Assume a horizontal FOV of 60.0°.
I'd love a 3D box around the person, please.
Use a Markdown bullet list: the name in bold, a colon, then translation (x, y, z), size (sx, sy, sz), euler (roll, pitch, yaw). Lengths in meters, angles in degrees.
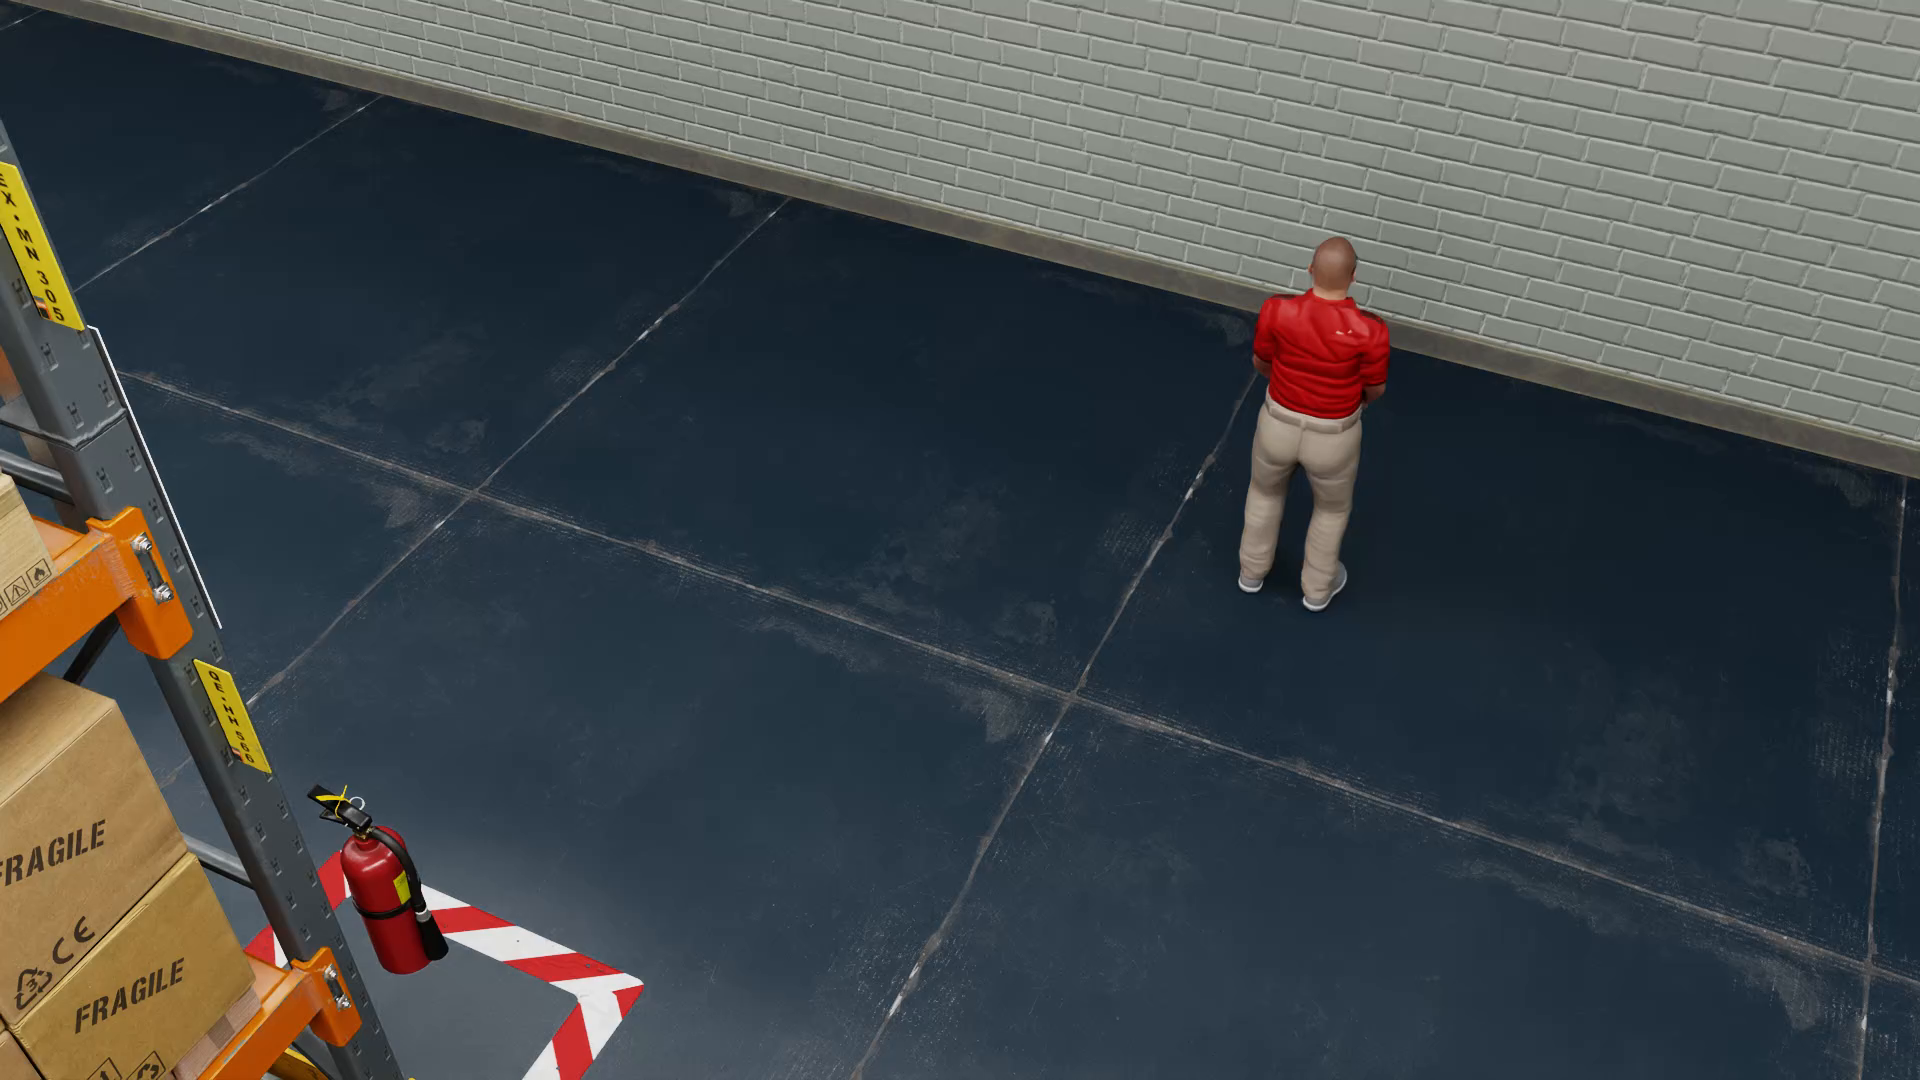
- **person**: translation (1.398, -0.459, 6.685), size (0.591, 1.725, 0.392), euler (15, 44, 17)
